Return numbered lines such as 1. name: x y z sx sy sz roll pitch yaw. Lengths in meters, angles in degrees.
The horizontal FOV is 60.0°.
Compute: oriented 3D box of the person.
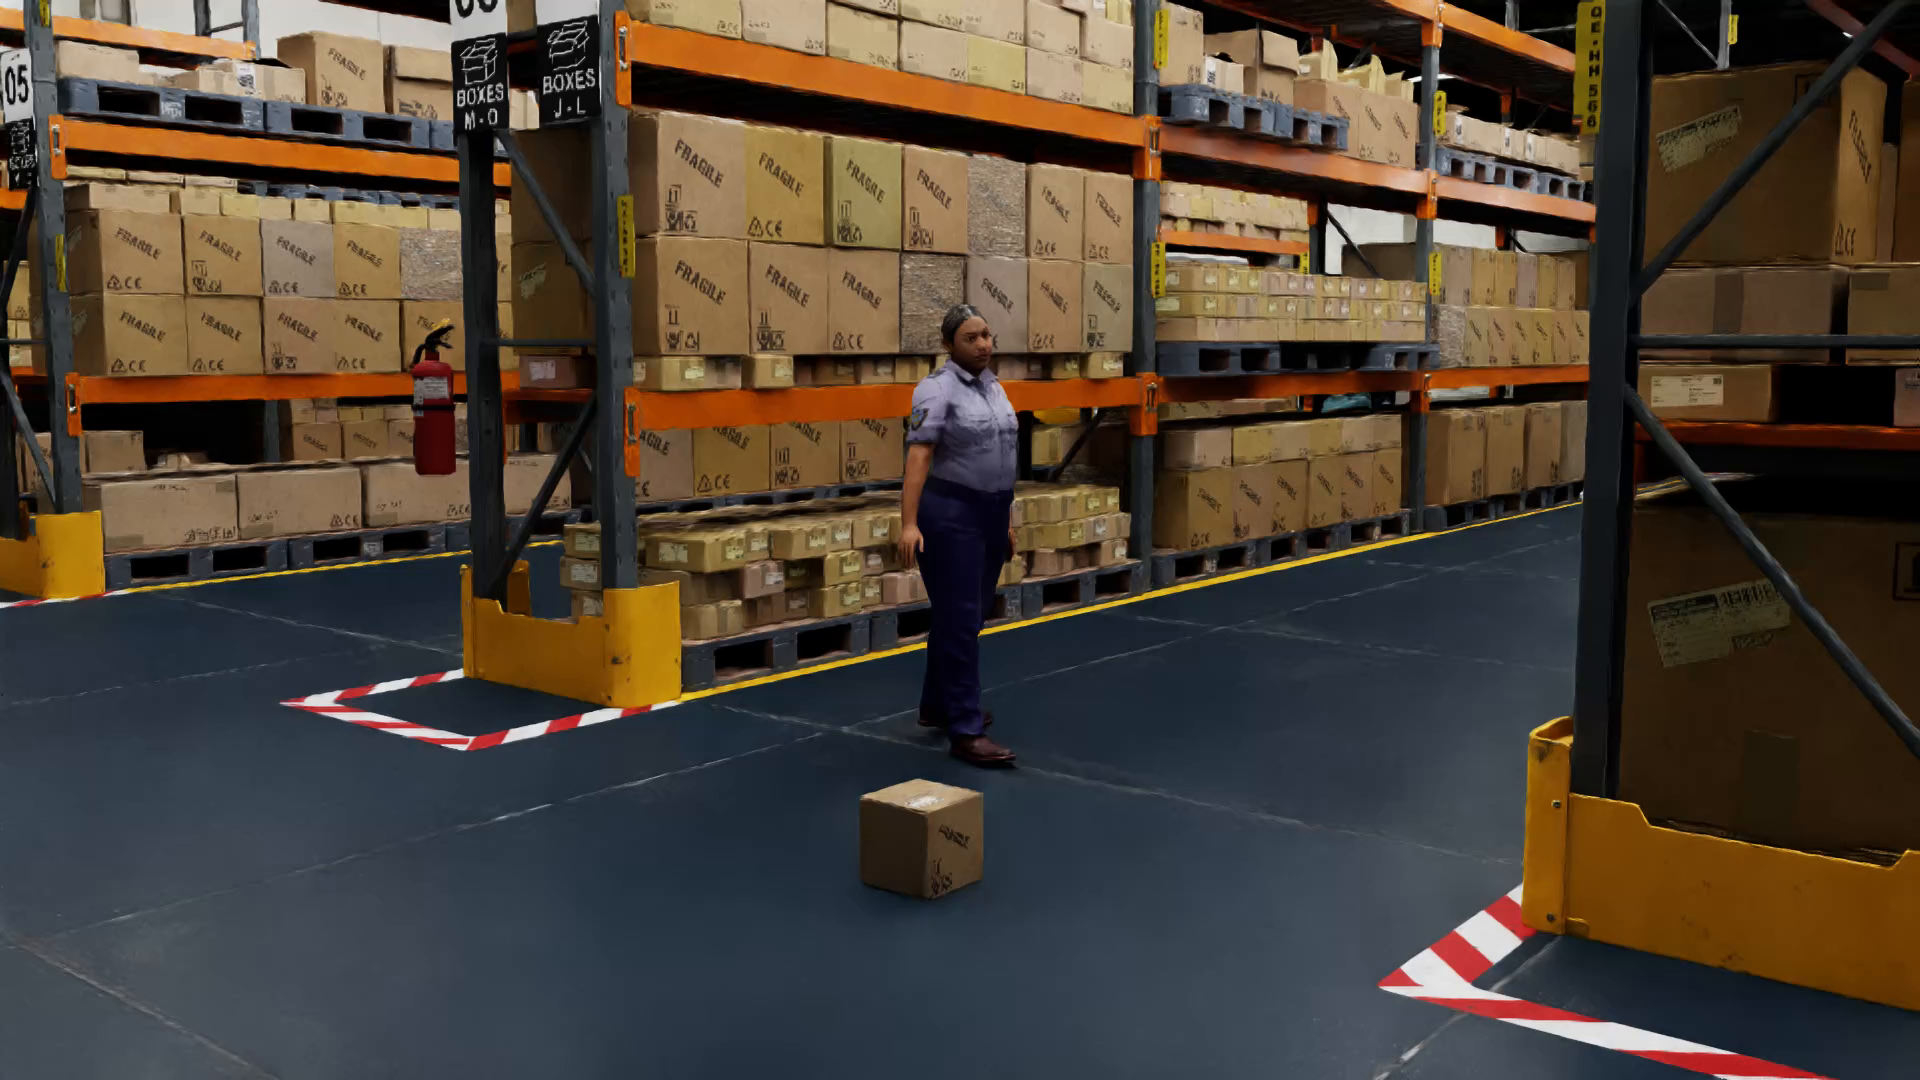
1. person: 0.016 -0.043 6.096 0.609 1.634 0.700 5 8 34
